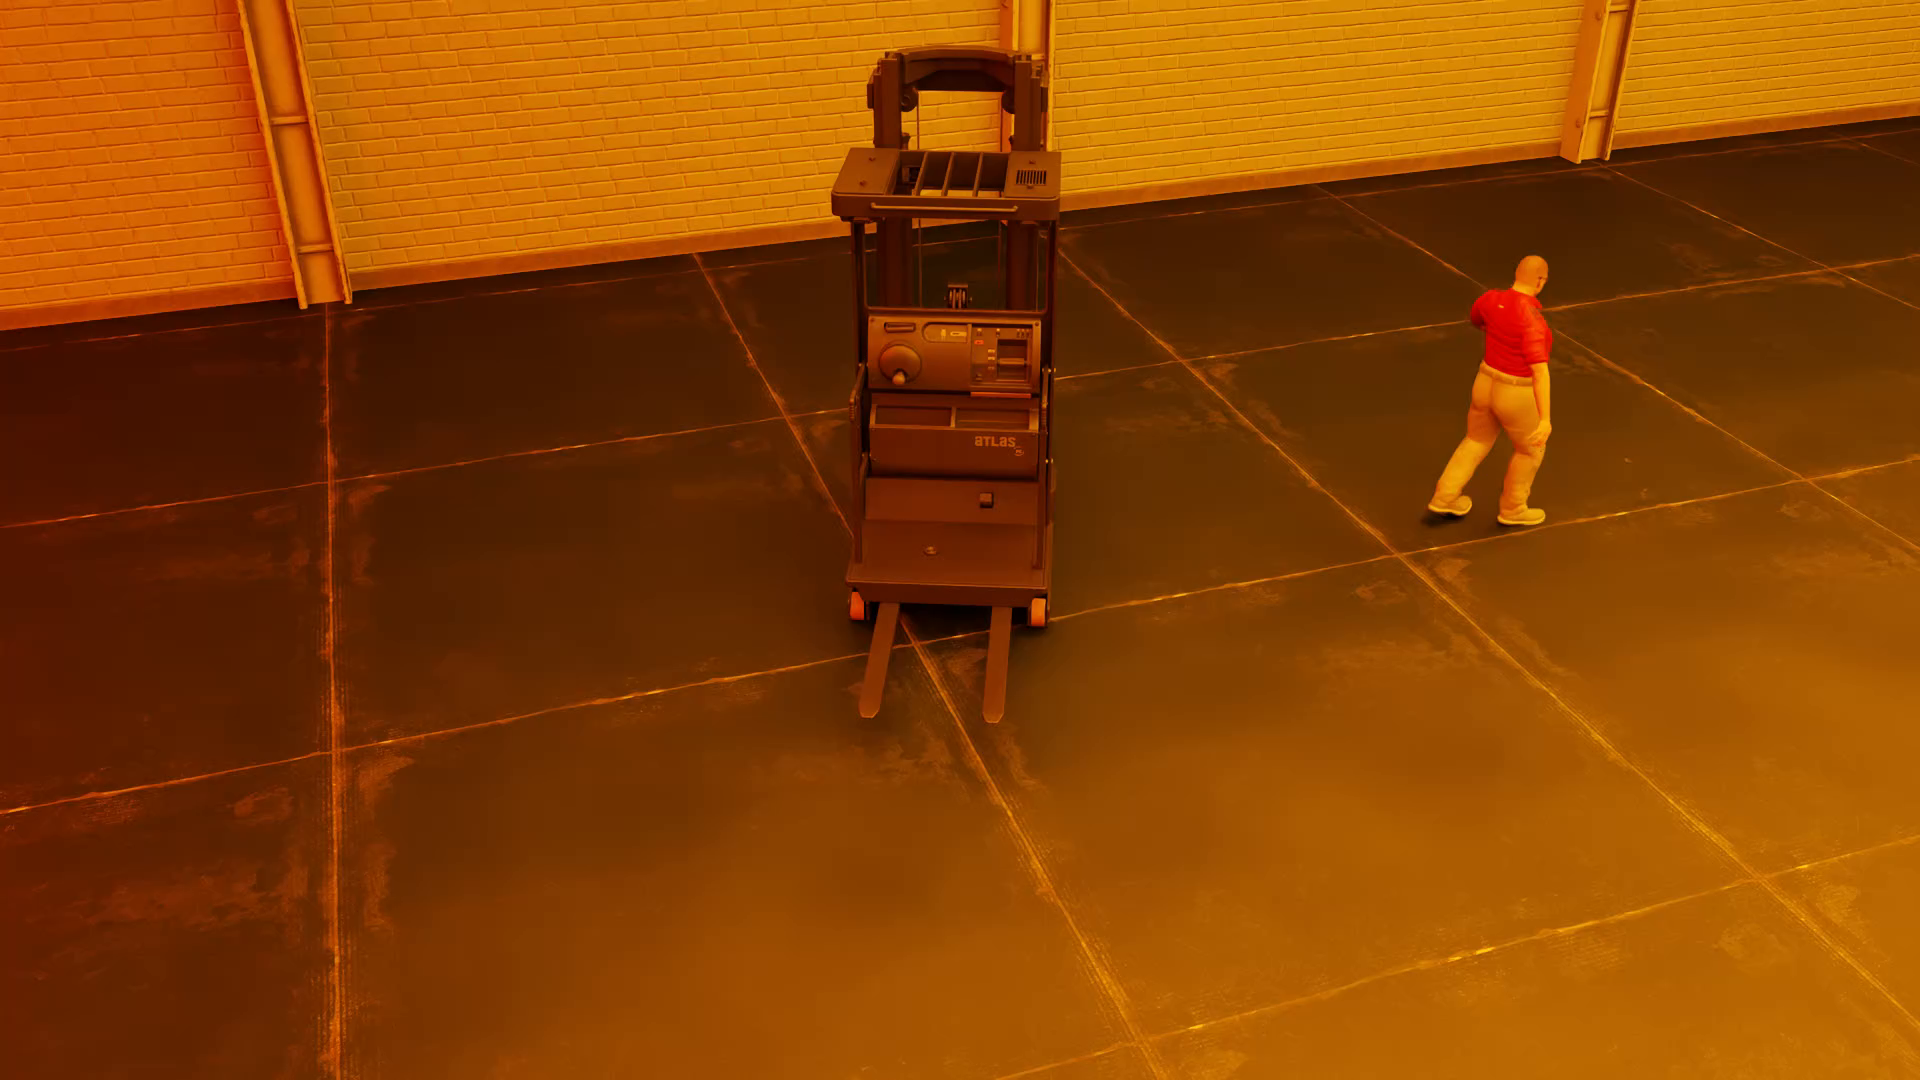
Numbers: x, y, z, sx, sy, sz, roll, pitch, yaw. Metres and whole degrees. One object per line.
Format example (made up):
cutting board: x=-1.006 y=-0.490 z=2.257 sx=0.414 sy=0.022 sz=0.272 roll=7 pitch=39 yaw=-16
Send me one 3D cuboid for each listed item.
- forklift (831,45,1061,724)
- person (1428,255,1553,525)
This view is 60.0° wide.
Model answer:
forklift: x=-0.044 y=-0.958 z=8.751 sx=1.130 sy=2.935 sz=3.031 roll=2 pitch=30 yaw=3
person: x=3.267 y=-0.861 z=9.824 sx=0.740 sy=1.709 sz=0.943 roll=-15 pitch=33 yaw=-24
